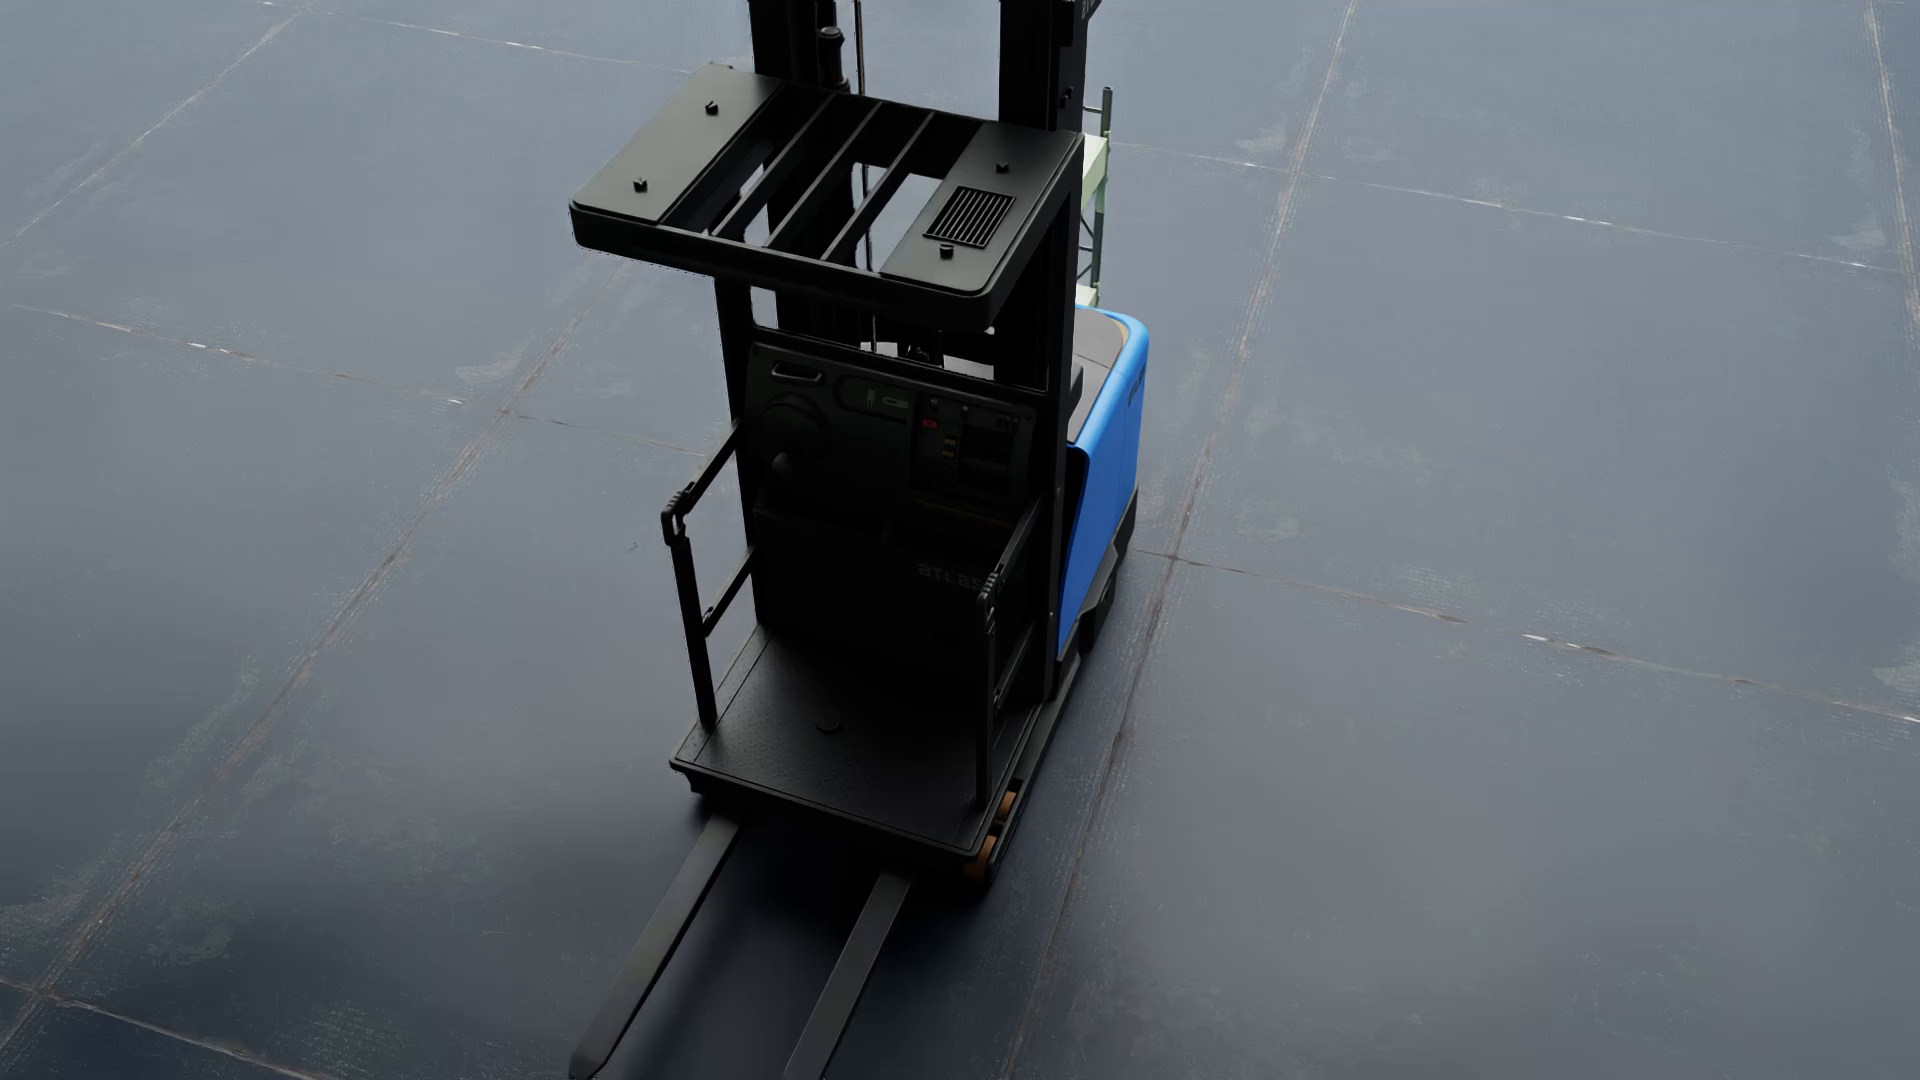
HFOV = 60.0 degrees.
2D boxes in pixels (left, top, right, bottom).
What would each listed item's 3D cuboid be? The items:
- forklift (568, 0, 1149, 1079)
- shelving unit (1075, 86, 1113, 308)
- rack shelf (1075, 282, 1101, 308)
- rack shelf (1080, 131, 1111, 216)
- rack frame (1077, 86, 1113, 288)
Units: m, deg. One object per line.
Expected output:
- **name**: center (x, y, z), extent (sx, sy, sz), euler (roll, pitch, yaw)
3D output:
- **forklift**: center (-0.294, -0.239, 4.898), extent (1.130, 2.935, 3.031), euler (15, 46, 15)
- **shelving unit**: center (0.267, -1.002, 6.701), extent (0.431, 1.500, 0.755), euler (15, 46, 15)
- **rack shelf**: center (0.267, -0.769, 6.929), extent (0.431, 0.370, 0.720), euler (15, 46, 15)
- **rack shelf**: center (0.267, -1.280, 6.428), extent (0.431, 0.370, 0.720), euler (15, 46, 15)
- **rack frame**: center (0.397, -1.241, 6.946), extent (0.400, 1.500, 0.023), euler (15, 46, 15)
